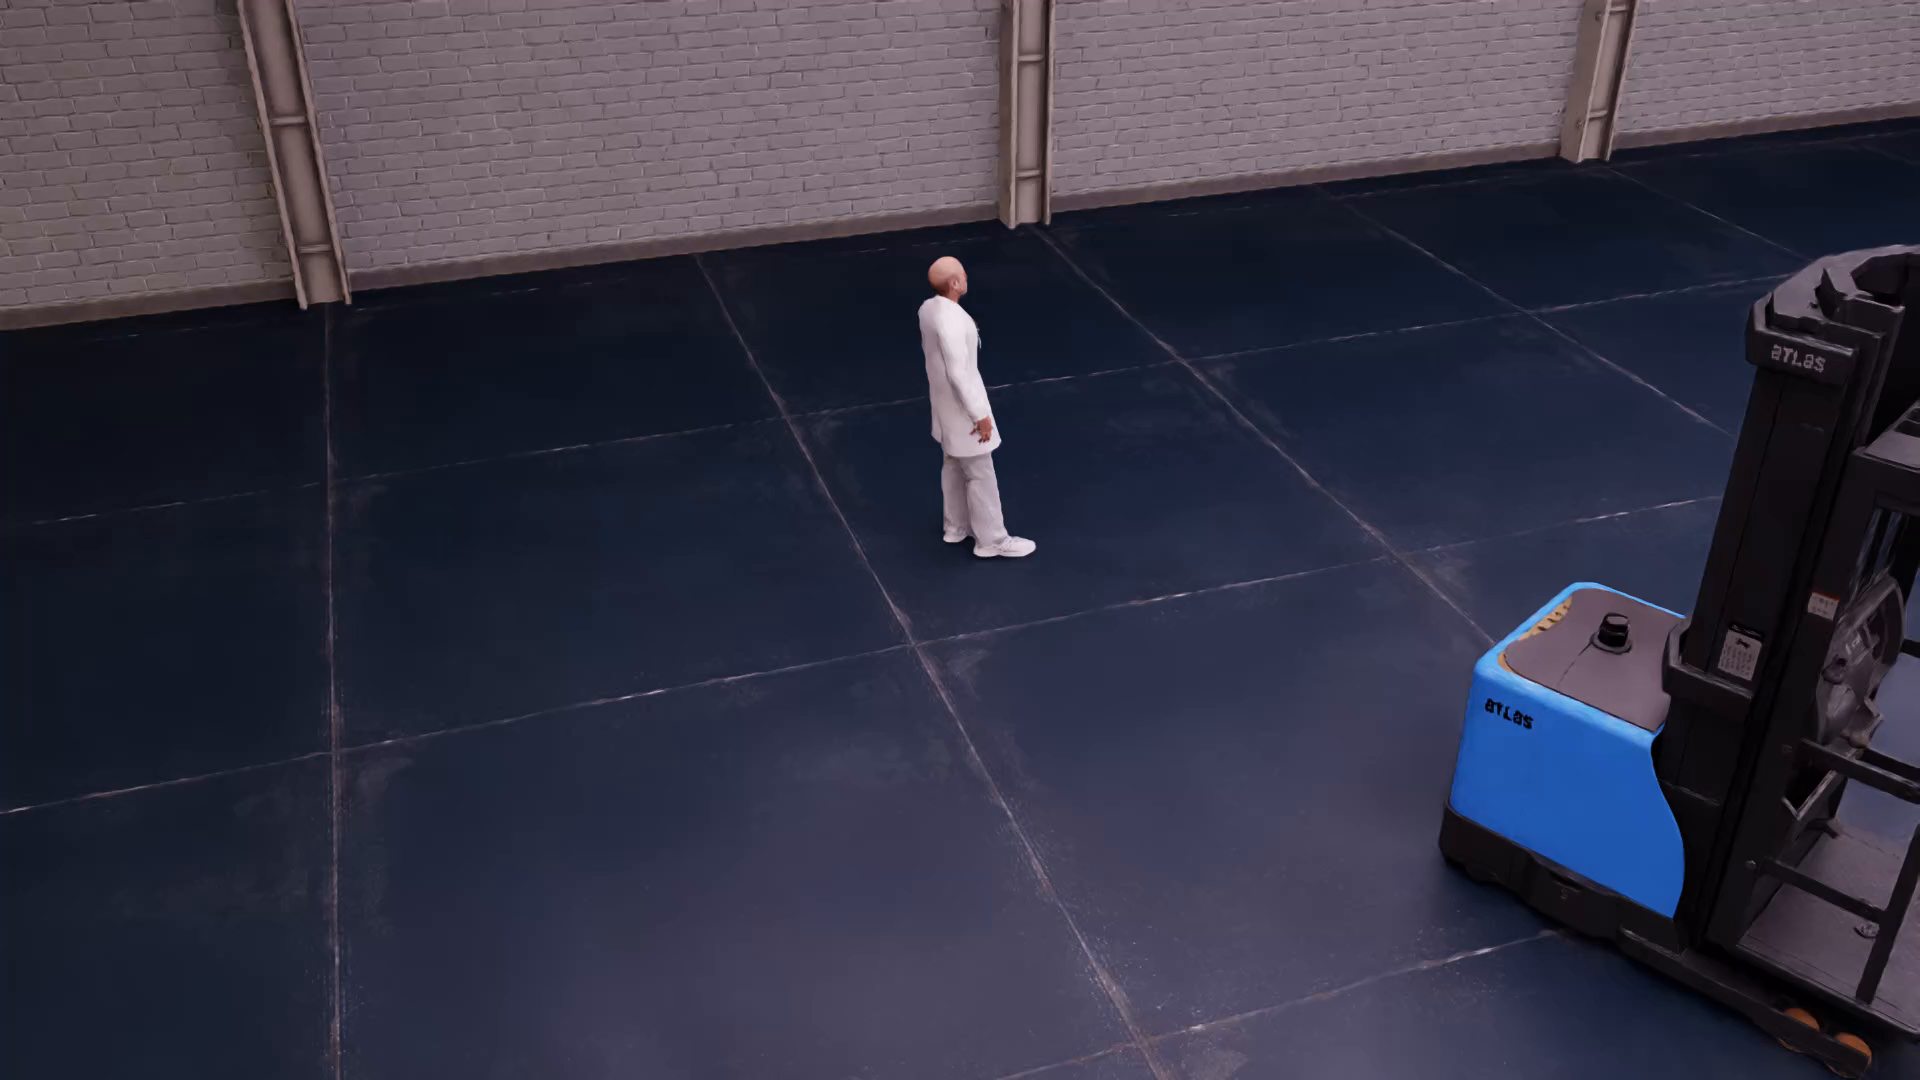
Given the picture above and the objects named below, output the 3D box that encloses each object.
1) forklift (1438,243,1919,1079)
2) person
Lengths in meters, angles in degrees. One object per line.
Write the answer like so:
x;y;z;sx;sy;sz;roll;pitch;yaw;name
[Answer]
3.567;0.508;6.204;3.031;2.935;1.130;26;39;37;forklift
0.088;-0.789;9.601;0.579;1.776;0.694;-10;31;-16;person
